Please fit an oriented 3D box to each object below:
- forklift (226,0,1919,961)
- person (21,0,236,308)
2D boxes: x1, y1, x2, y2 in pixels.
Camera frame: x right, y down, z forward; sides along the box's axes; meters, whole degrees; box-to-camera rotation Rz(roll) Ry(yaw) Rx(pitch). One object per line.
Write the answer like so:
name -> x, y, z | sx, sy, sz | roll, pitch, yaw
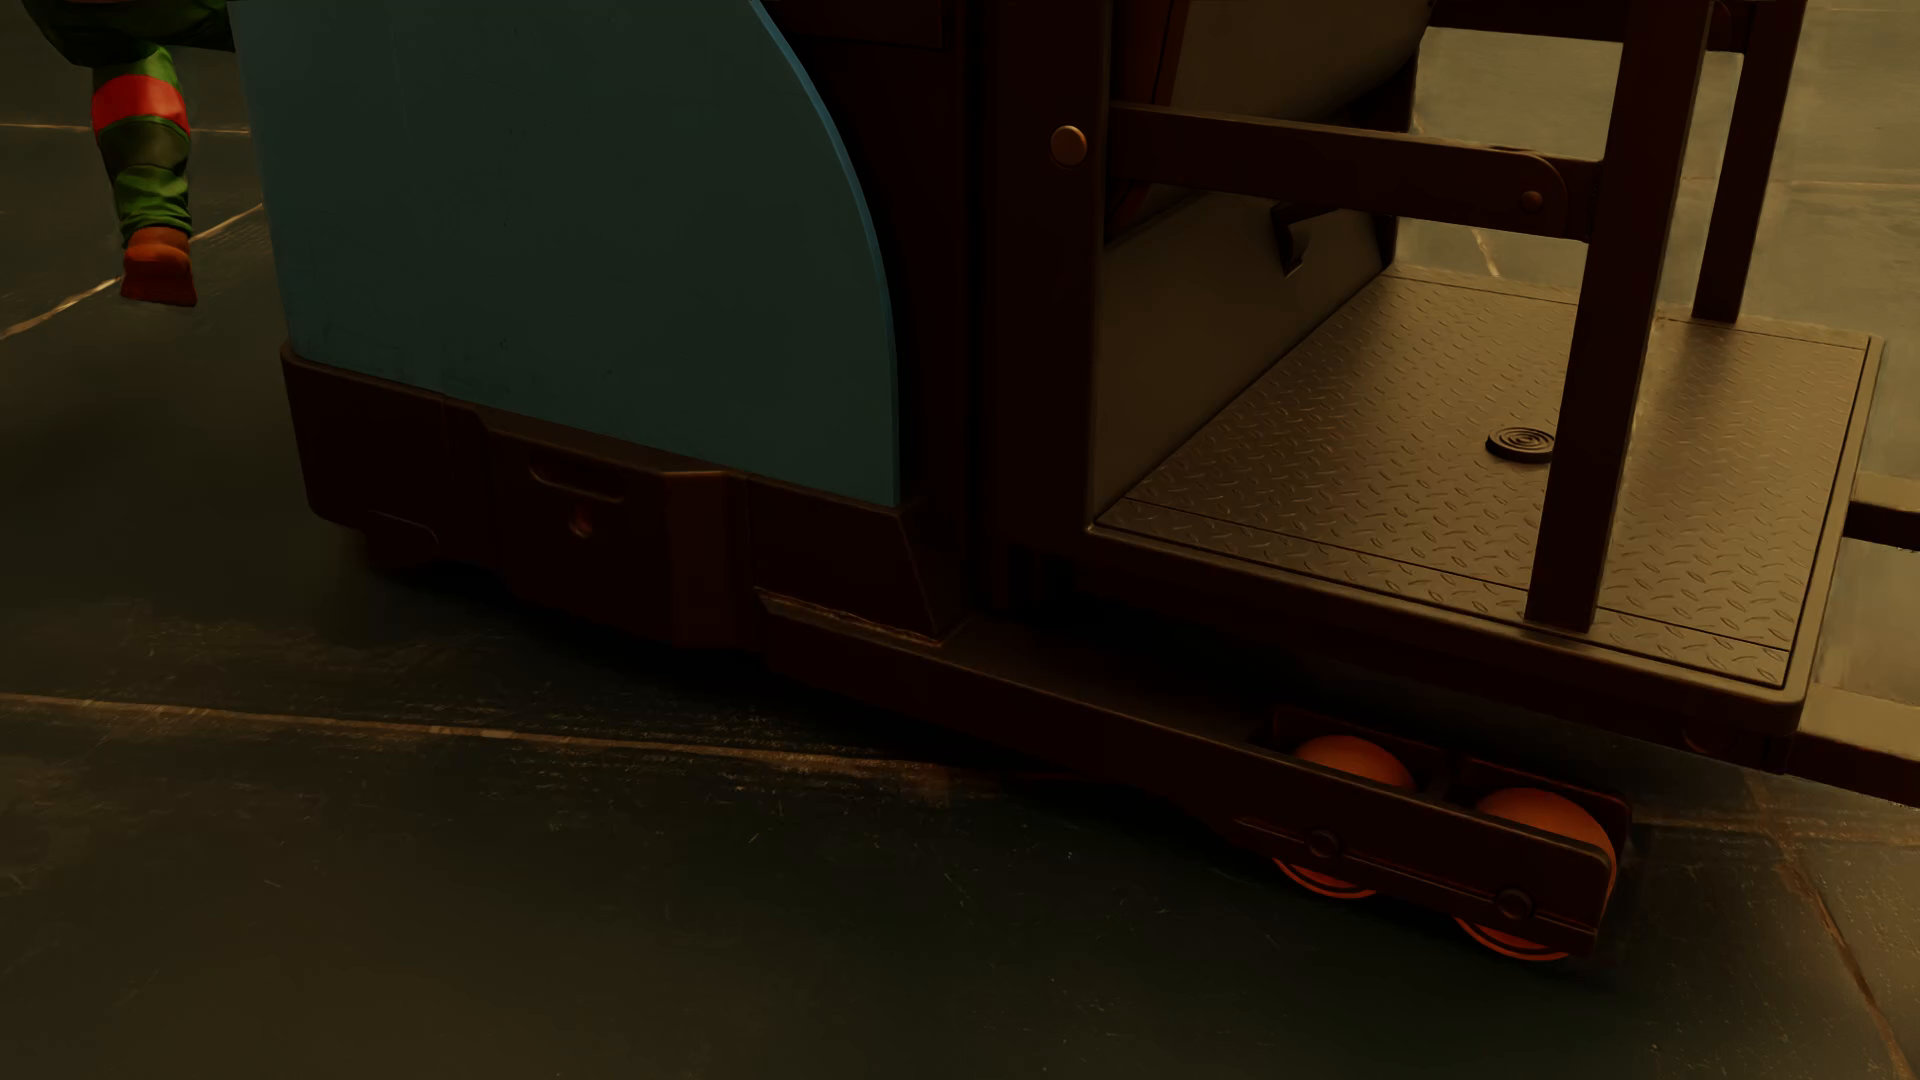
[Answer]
forklift -> 0.572, -1.165, 1.551 | 3.031, 2.935, 1.130 | 14, 30, 26
person -> -1.268, -1.083, 2.804 | 0.803, 1.599, 0.740 | 5, 27, 10
